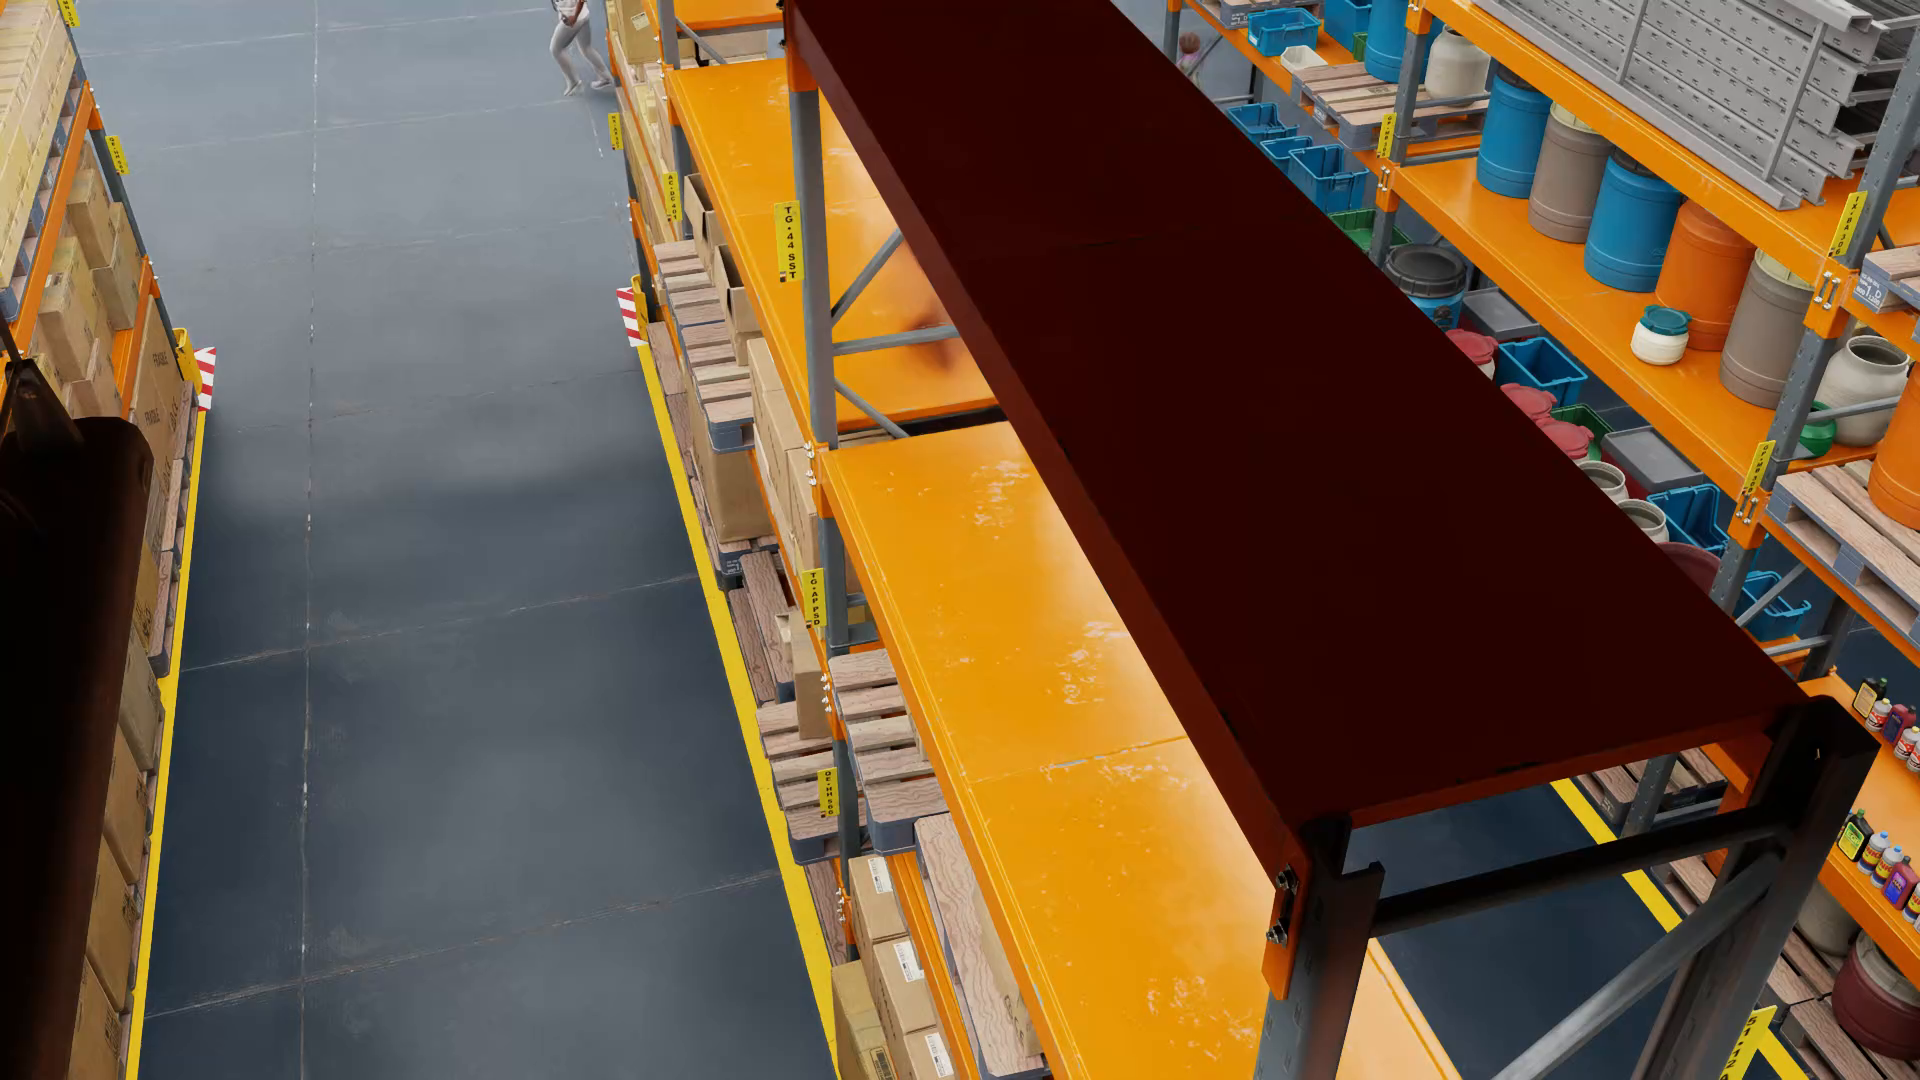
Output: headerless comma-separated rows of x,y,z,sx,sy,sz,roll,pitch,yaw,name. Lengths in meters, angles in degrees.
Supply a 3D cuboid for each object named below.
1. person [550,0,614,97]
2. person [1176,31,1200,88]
-4.409,-5.885,18.917,0.765,1.725,0.523,5,39,7,person
2.309,-4.451,17.136,0.740,1.628,0.534,20,42,23,person
